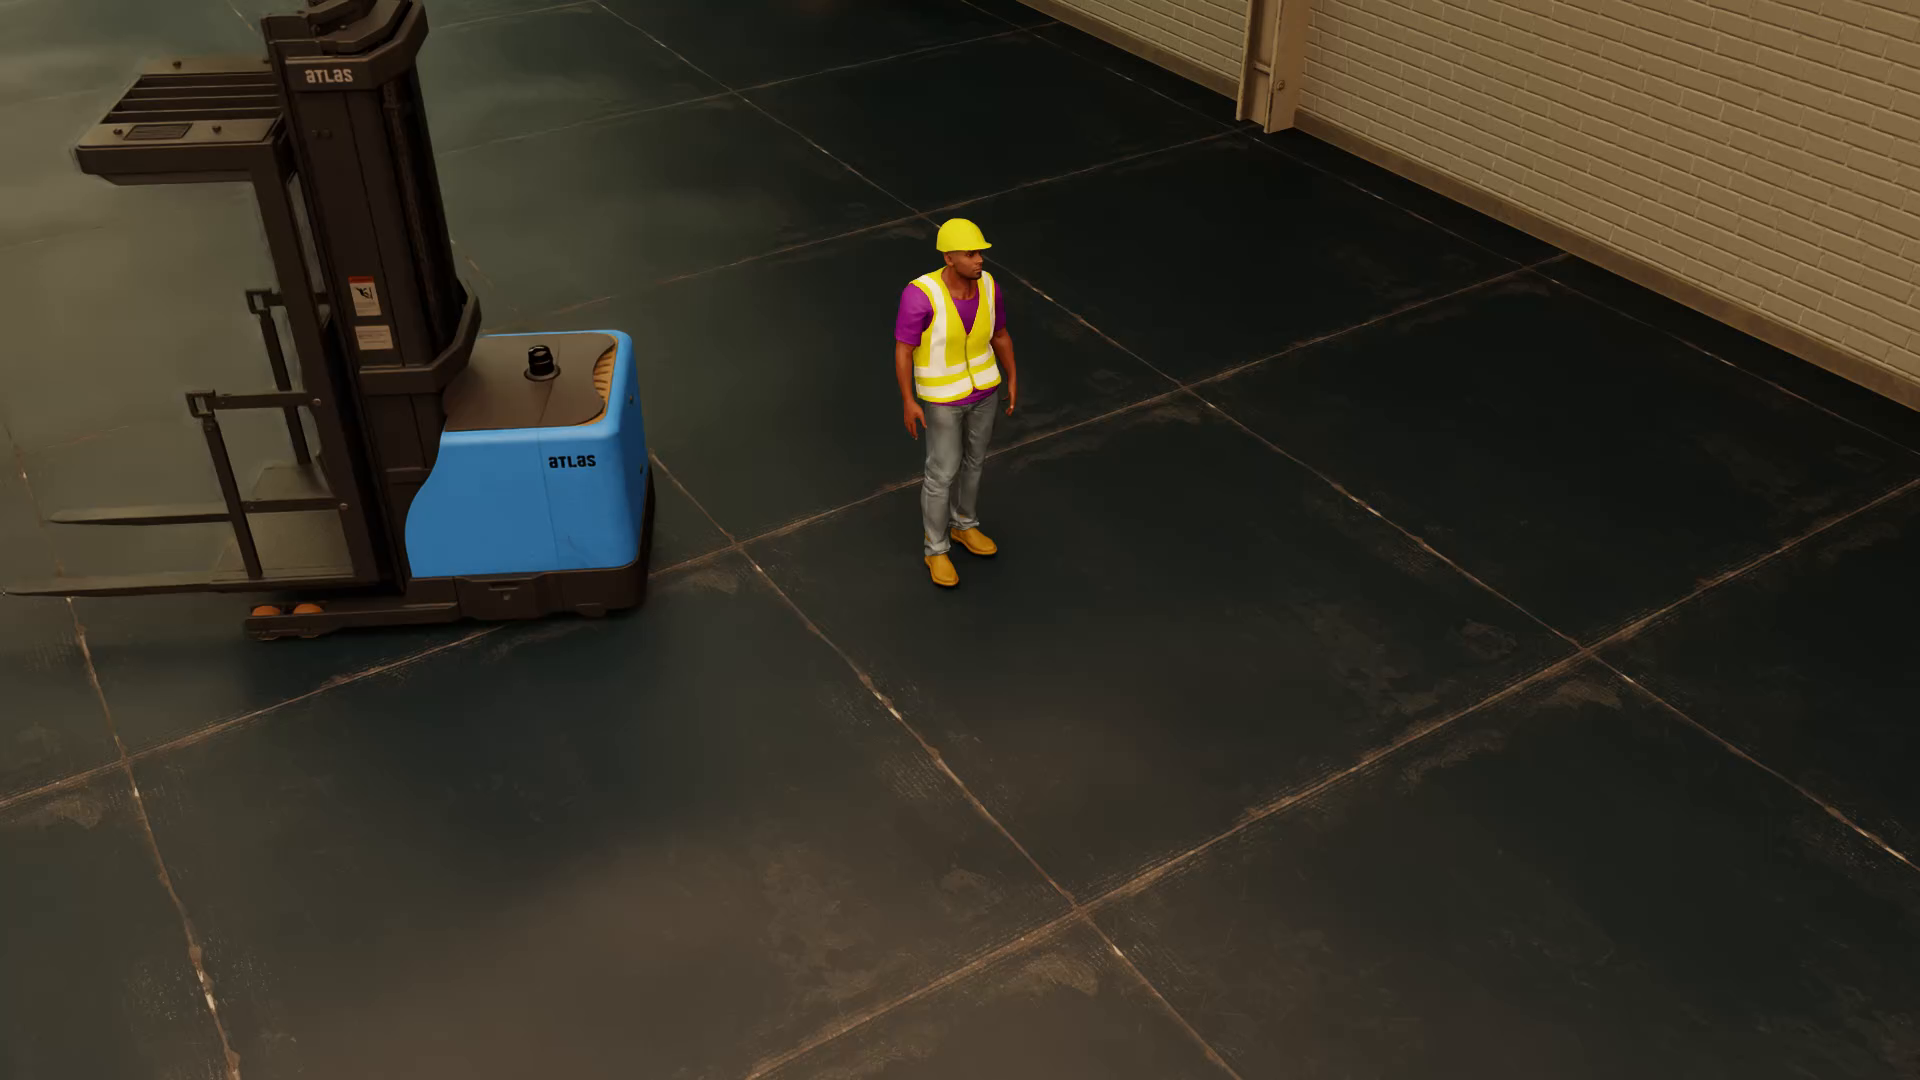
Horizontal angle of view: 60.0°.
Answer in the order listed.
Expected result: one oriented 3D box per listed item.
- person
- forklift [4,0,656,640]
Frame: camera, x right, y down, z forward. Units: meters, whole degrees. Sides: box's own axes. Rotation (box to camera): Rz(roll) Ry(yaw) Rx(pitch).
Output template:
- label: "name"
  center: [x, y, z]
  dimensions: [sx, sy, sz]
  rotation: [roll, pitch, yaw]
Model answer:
- label: "person"
  center: [0.032, -0.693, 8.135]
  dimensions: [0.665, 1.765, 0.577]
  rotation: [-21, 40, -27]
- label: "forklift"
  center: [-3.097, -1.035, 7.620]
  dimensions: [3.031, 2.935, 1.130]
  rotation: [-3, 35, -4]
